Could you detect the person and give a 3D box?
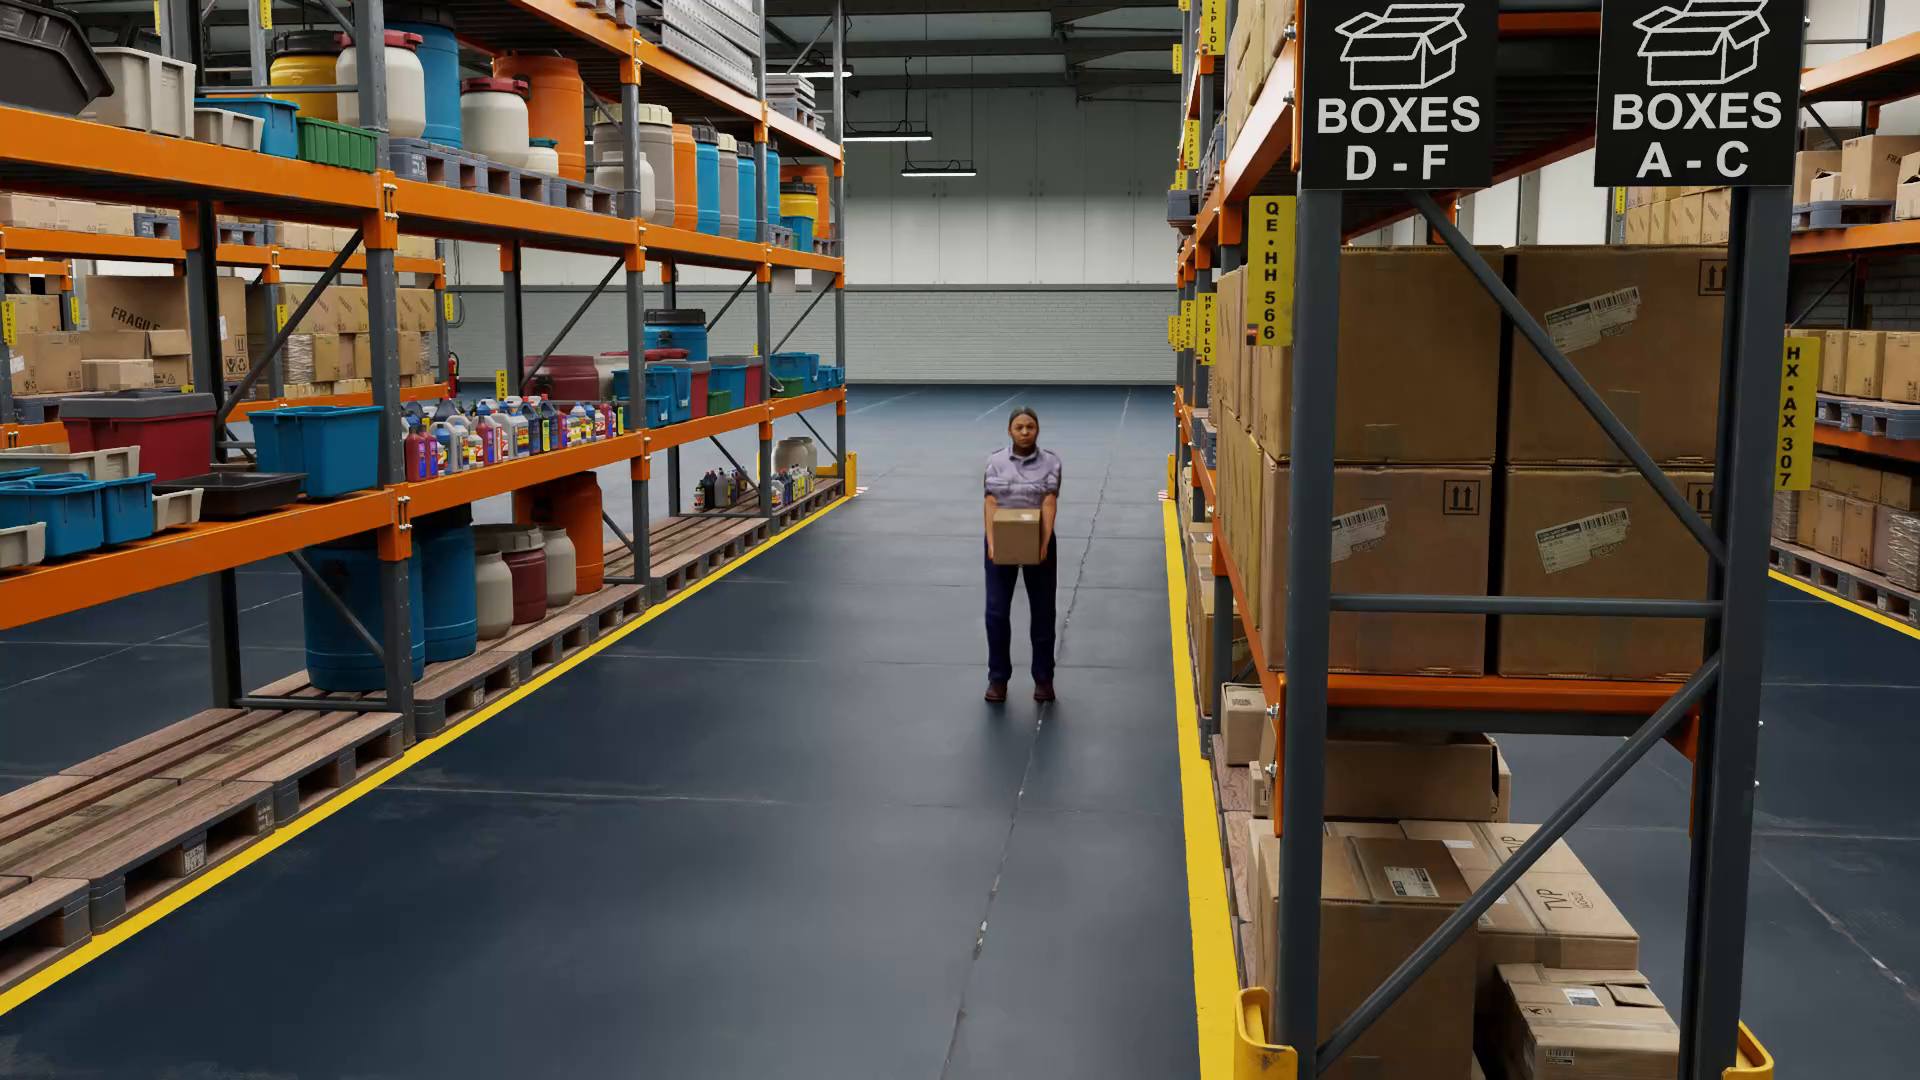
[{"bbox_3d":[0.342,0.082,9.293,0.434,1.645,0.499,1,8,5],"label":"person"}]
